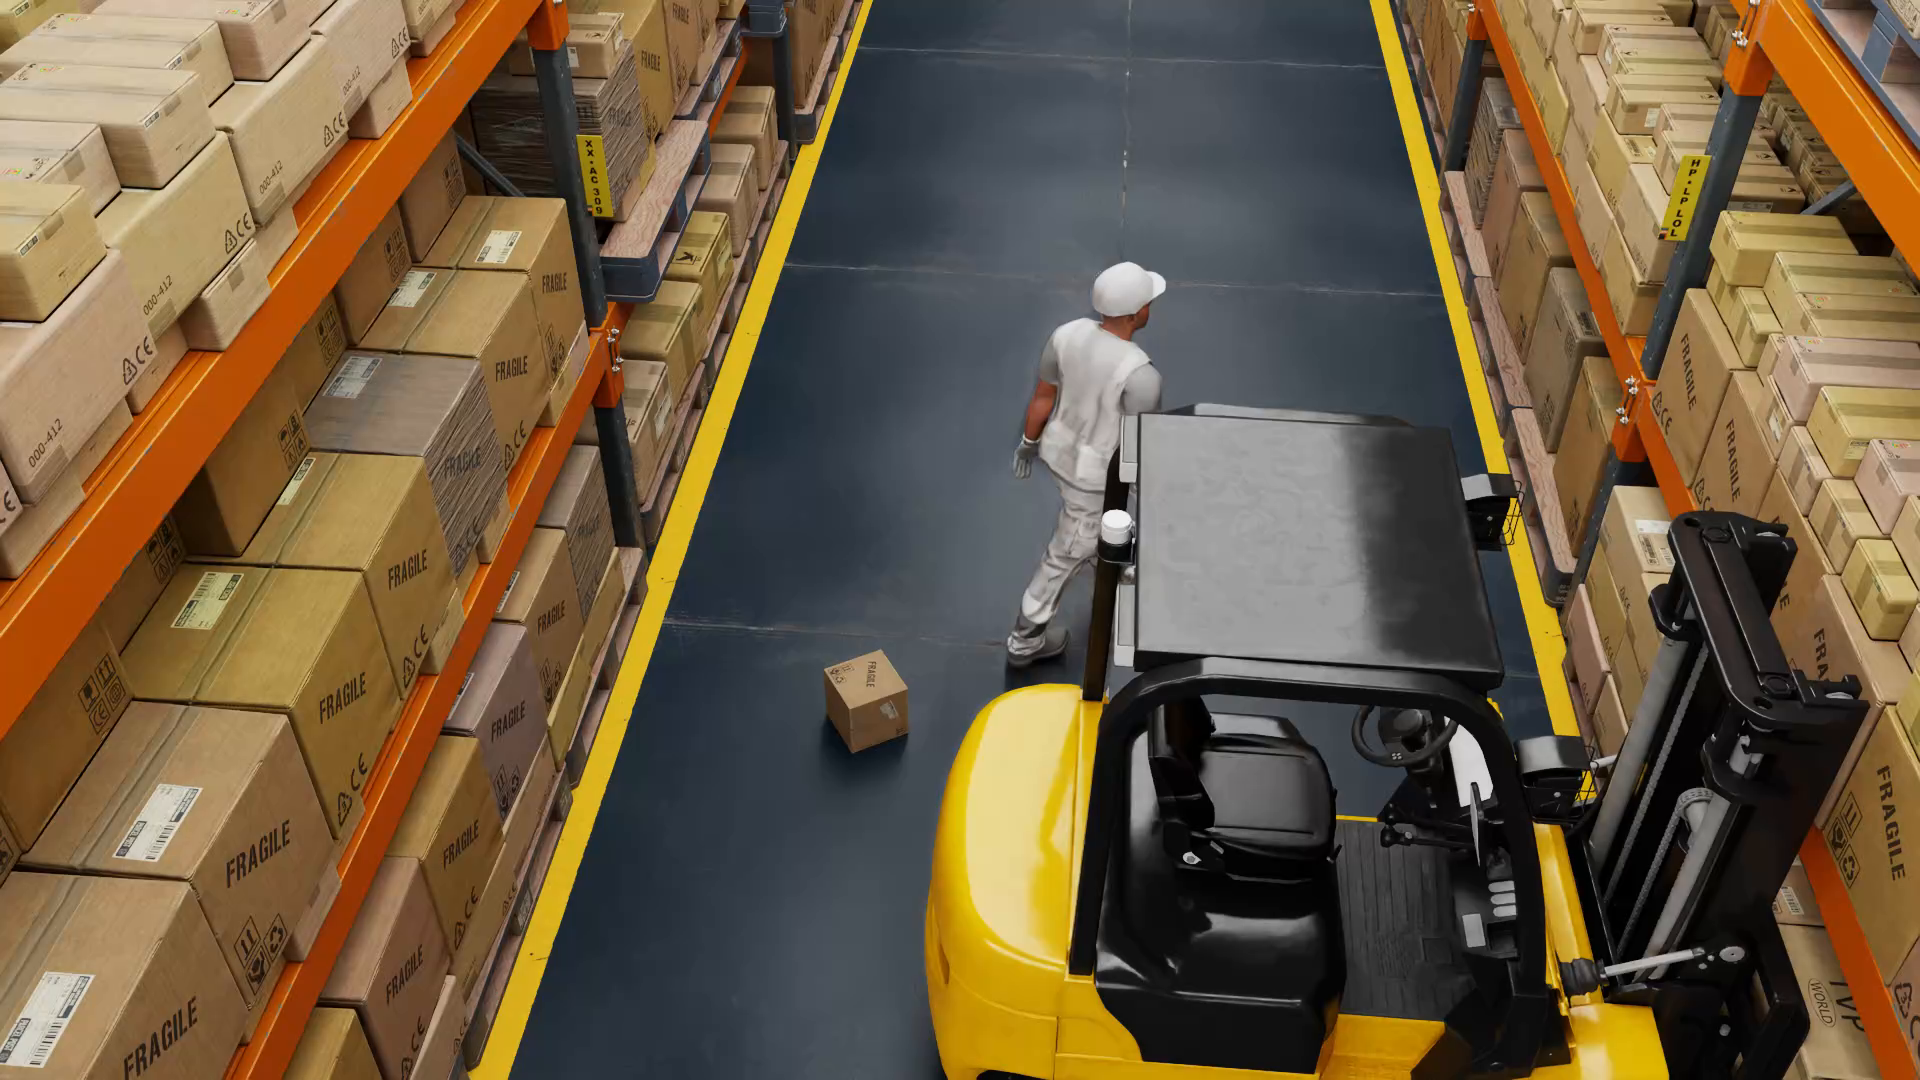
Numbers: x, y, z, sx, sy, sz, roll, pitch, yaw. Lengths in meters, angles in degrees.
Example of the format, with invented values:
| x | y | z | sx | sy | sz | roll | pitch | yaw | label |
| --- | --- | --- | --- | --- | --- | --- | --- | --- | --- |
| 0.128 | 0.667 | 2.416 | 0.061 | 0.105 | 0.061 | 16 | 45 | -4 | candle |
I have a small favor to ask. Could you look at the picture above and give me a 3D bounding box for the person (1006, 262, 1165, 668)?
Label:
| x | y | z | sx | sy | sz | roll | pitch | yaw | label |
| --- | --- | --- | --- | --- | --- | --- | --- | --- | --- |
| 0.558 | -0.300 | 6.494 | 0.871 | 1.759 | 0.579 | -23 | 45 | -25 | person |
